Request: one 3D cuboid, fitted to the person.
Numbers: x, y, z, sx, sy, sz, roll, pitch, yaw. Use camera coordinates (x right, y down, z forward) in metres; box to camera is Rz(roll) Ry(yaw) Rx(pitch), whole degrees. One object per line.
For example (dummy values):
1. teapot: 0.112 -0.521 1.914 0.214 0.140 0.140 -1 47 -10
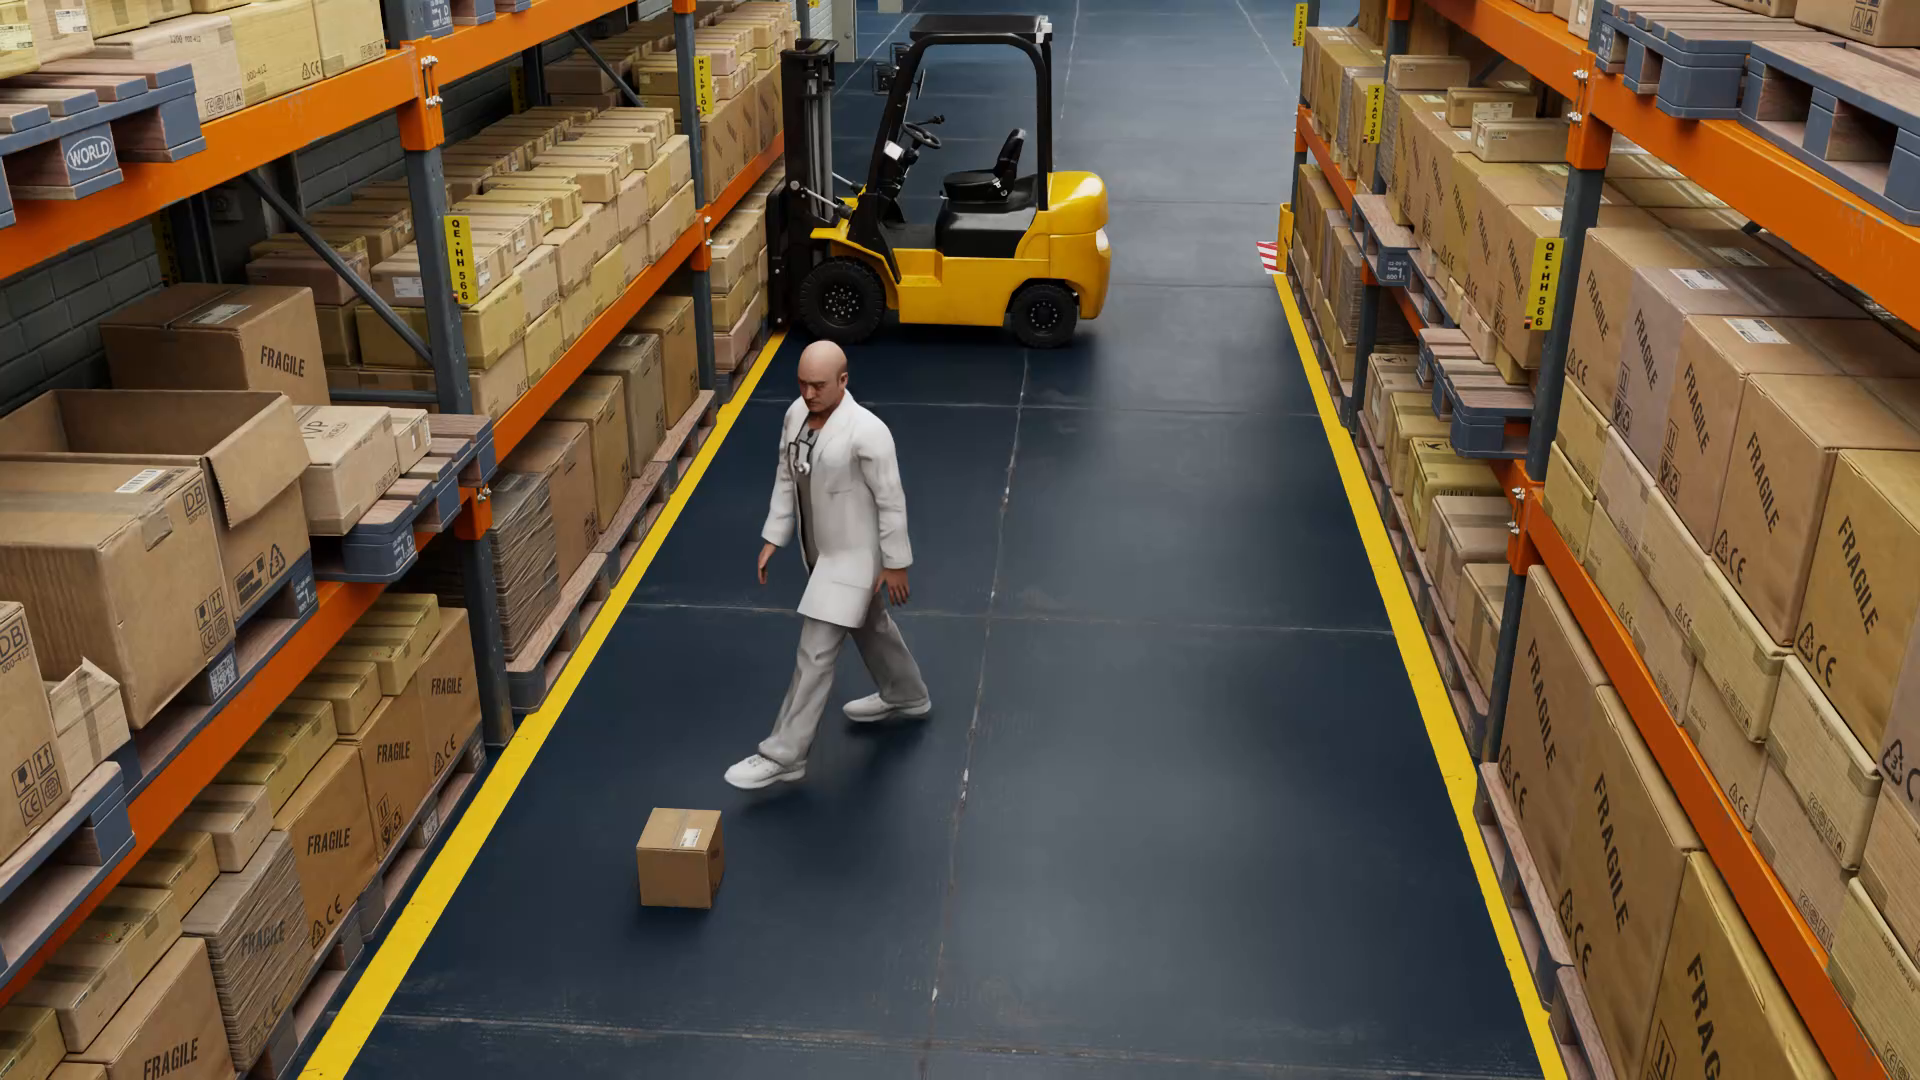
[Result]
1. person: -0.556 0.060 6.462 1.050 1.729 0.575 -14 28 -29
